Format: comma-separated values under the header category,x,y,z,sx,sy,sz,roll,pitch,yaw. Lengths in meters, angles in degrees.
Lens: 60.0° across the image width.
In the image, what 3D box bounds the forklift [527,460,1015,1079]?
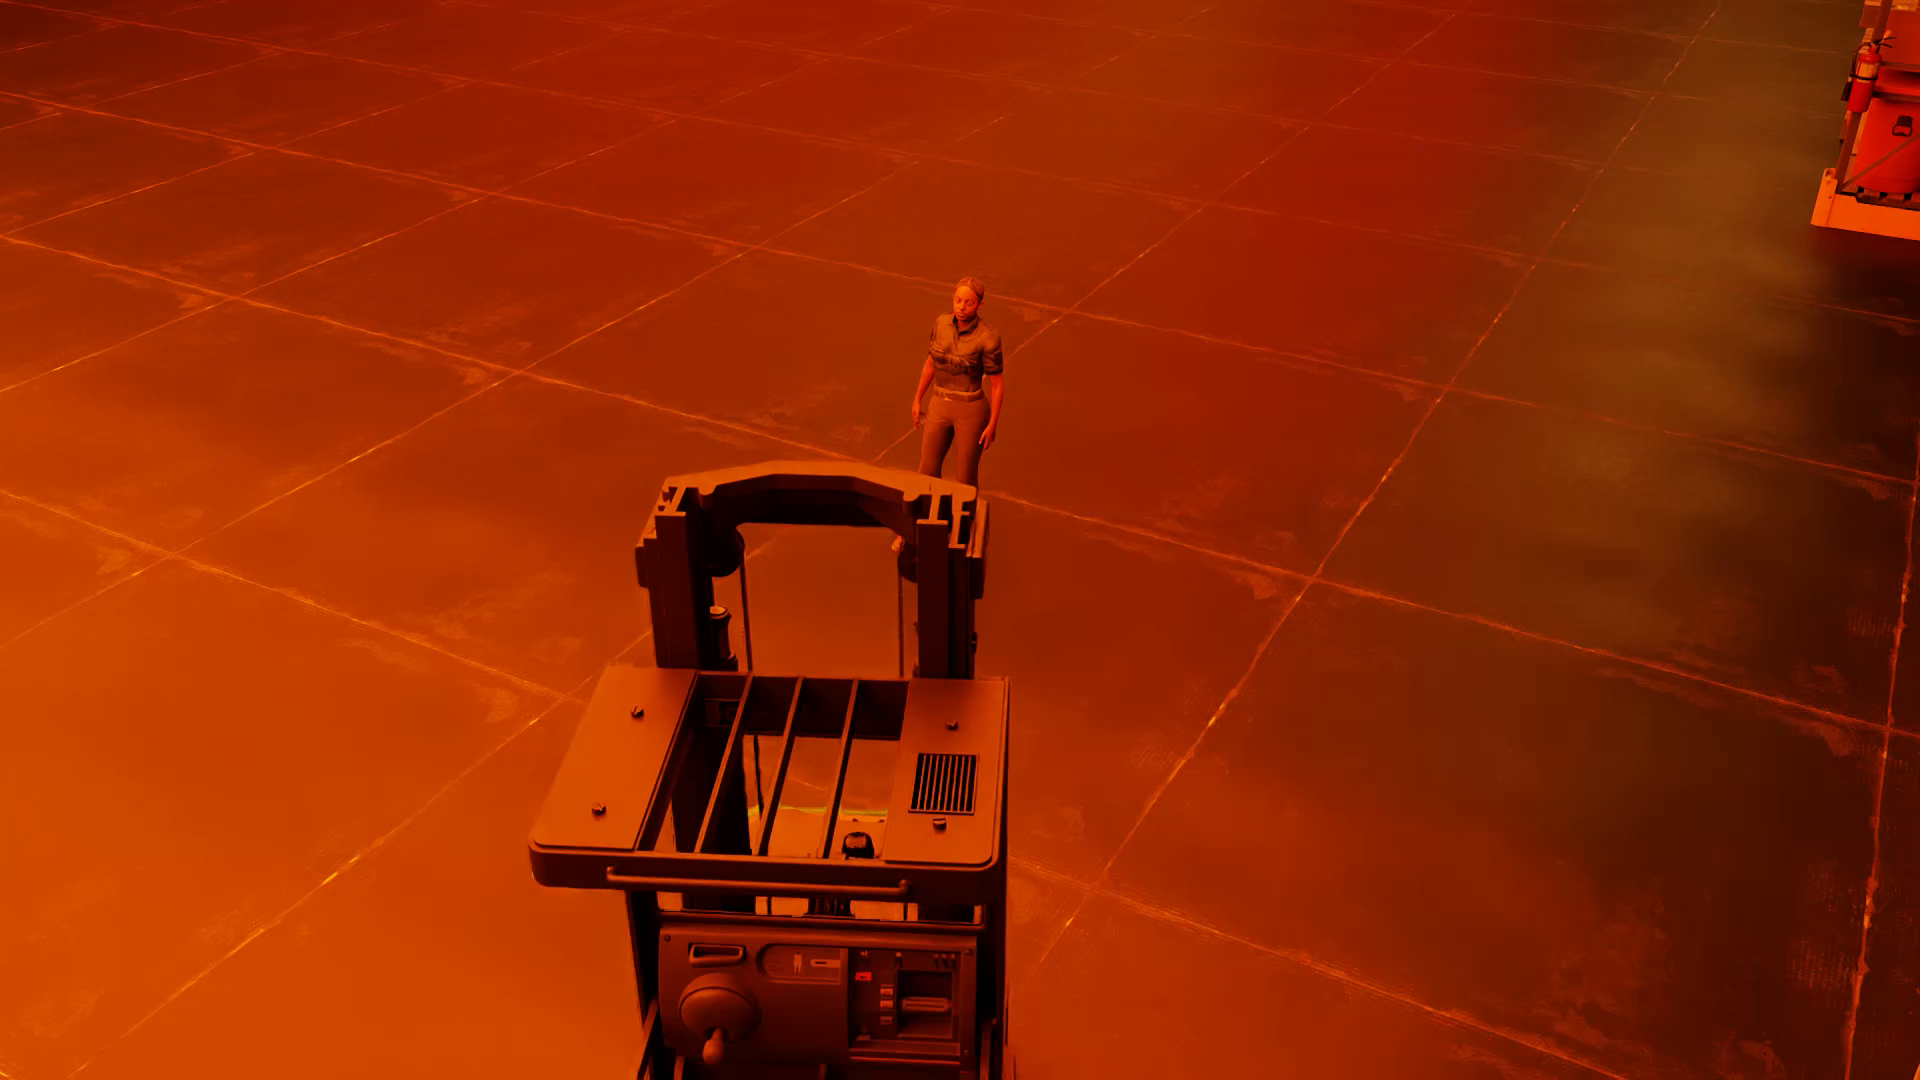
category,x,y,z,sx,sy,sz,roll,pitch,yaw
forklift,-0.427,1.384,4.672,1.130,2.935,3.031,2,30,3

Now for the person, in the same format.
category,x,y,z,sx,sy,sz,roll,pitch,yaw
person,-0.060,-0.689,9.528,0.569,1.654,0.504,15,33,25
